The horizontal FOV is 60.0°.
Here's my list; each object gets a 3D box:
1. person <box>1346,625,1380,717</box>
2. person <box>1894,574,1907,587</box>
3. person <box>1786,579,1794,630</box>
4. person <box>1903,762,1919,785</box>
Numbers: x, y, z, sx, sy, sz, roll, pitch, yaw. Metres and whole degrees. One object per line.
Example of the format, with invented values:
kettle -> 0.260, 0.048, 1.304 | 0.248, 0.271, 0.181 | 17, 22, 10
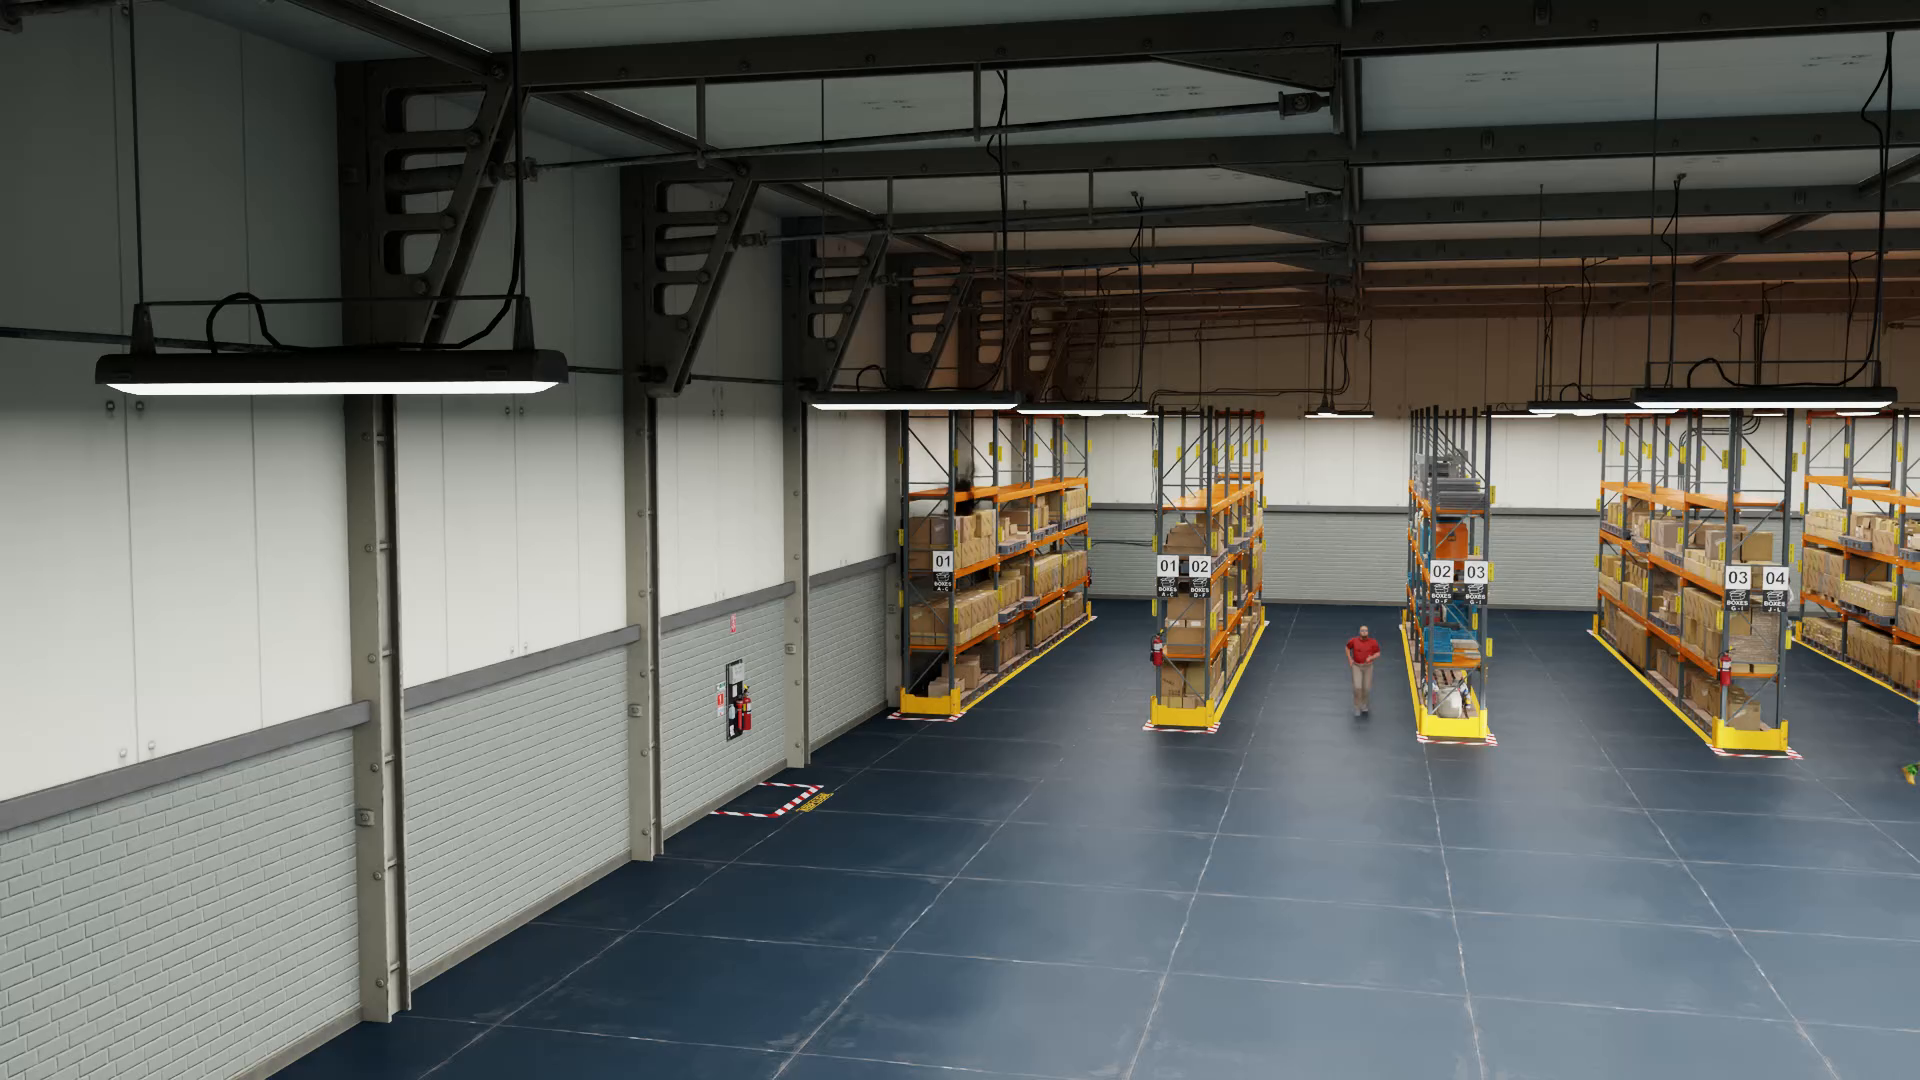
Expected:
person -> 7.851, 2.559, 32.396 | 0.651, 1.800, 0.701 | 1, 4, 9
person -> 24.746, 1.747, 43.979 | 0.714, 1.715, 0.556 | 1, 4, 12
person -> 22.065, 1.766, 44.448 | 0.697, 1.549, 0.601 | 0, 4, -5
person -> 14.930, 3.027, 25.506 | 0.657, 1.765, 0.700 | -3, 5, -36
